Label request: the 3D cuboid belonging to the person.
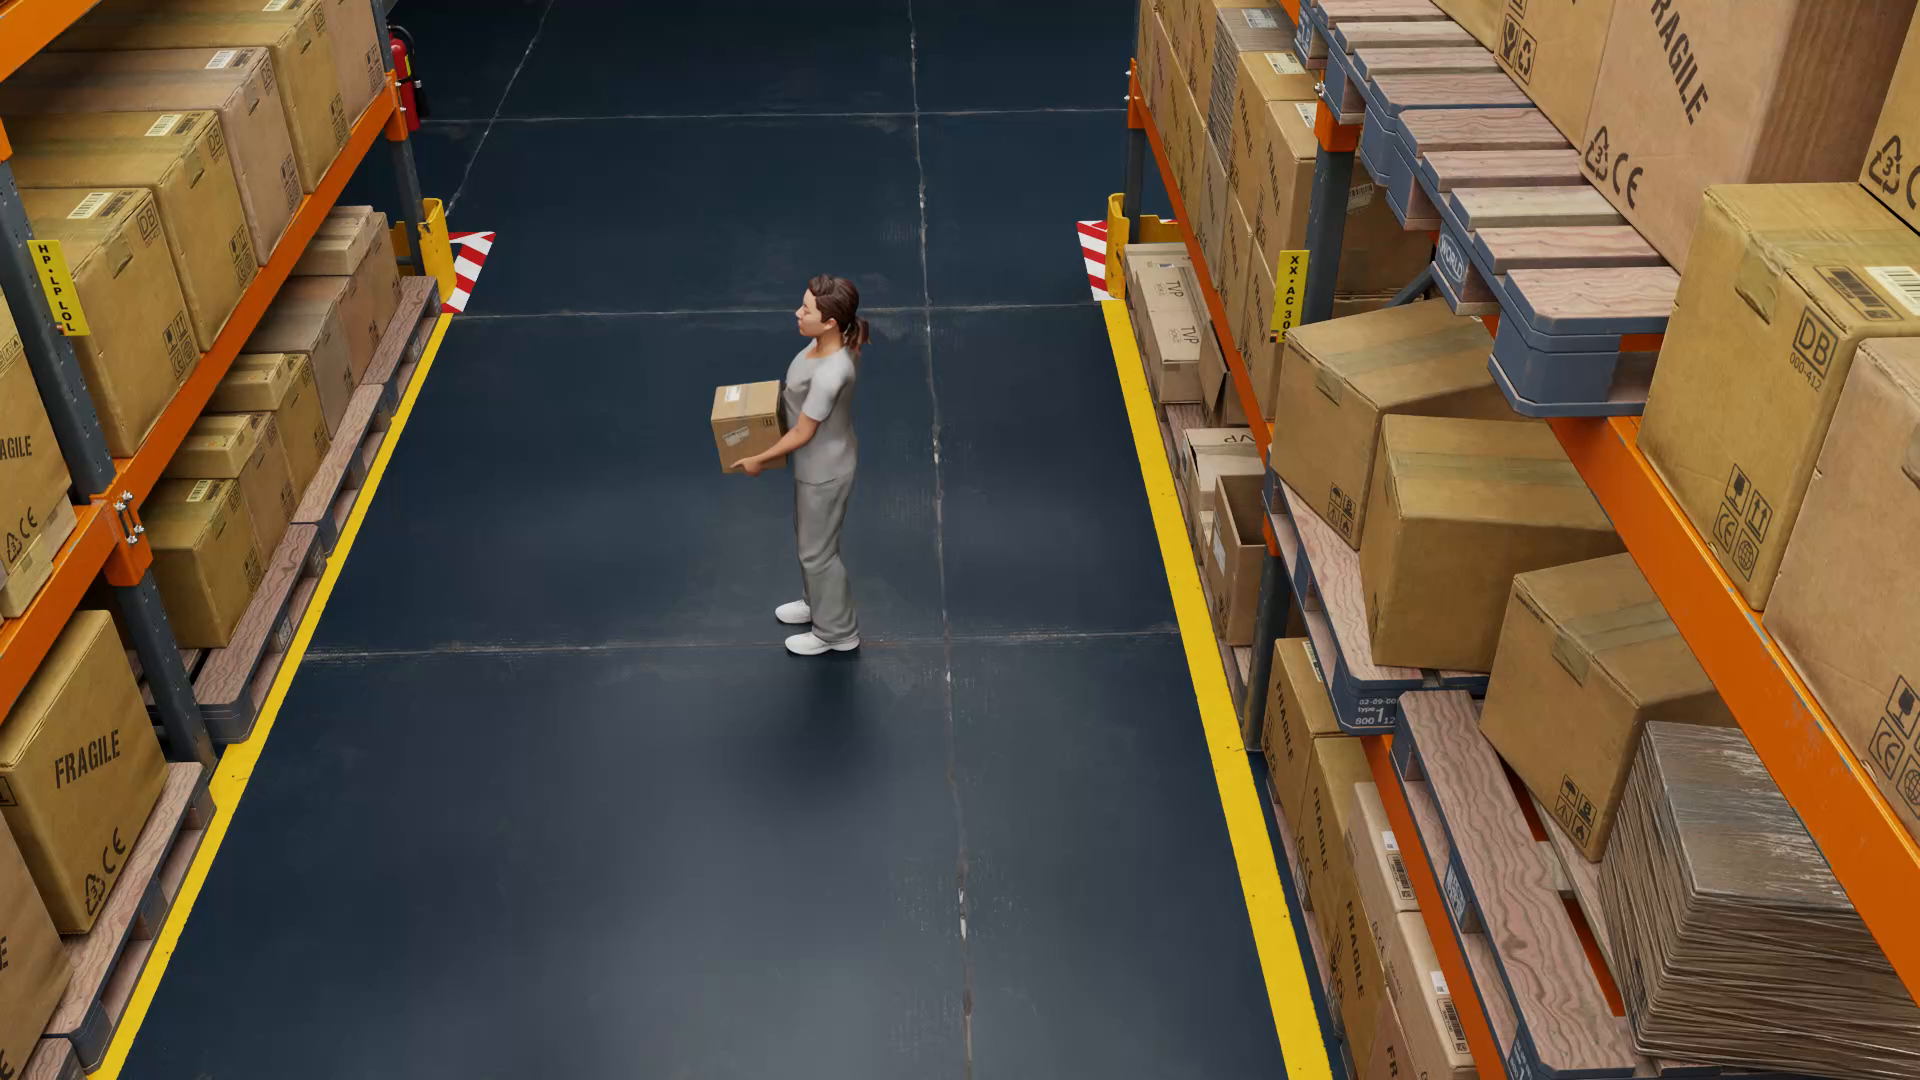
[{"bbox_3d":[-0.608,-0.288,6.564,0.560,1.663,0.436,-1,35,-1],"label":"person"}]
